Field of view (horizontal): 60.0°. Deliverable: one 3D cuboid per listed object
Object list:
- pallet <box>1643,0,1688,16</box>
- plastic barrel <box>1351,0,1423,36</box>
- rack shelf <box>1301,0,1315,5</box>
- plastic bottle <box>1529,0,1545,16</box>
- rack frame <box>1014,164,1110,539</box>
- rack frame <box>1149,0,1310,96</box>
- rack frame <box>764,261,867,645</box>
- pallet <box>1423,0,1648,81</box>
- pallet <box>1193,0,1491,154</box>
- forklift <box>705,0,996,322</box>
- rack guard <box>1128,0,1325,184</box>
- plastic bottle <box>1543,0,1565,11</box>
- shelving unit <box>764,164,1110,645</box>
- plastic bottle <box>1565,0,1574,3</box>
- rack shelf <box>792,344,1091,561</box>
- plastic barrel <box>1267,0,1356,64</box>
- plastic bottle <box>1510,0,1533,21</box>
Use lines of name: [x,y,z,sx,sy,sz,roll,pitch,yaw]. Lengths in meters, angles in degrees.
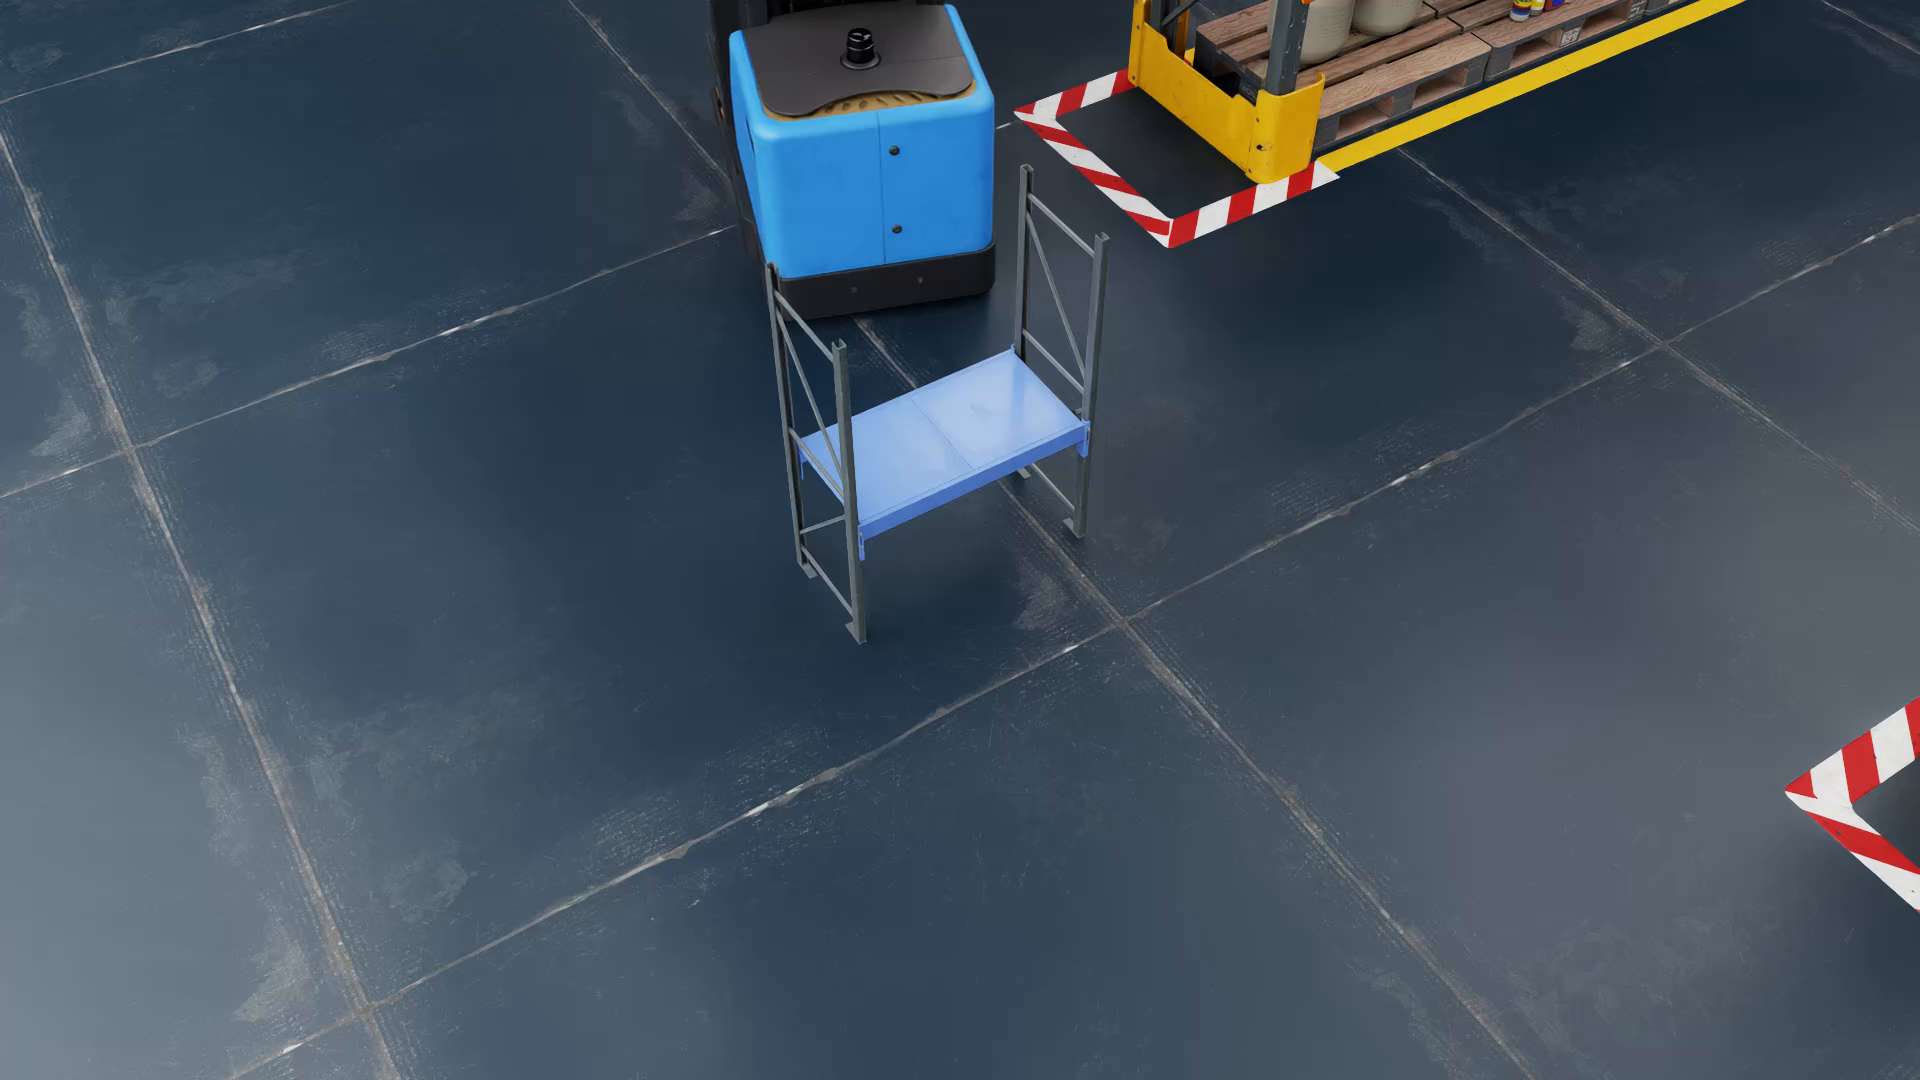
pallet: [4.083,-3.550,9.716,1.213,0.211,1.003,-25,53,-21]
plastic barrel: [2.230,-2.948,8.697,0.421,0.512,0.421,0,48,0]
rack shelf: [2.981,-3.683,8.448,4.000,0.370,1.077,-25,53,-21]
plastic bottle: [3.077,-2.908,8.856,0.097,0.201,0.097,0,48,0]
rack frame: [0.358,-0.667,6.285,0.032,1.500,0.500,-25,53,-21]
rack frame: [1.290,-3.125,7.470,0.127,3.000,1.000,-25,53,-21]
rack frame: [-0.502,-0.262,5.925,0.032,1.500,0.500,-25,53,-21]
pallet: [3.050,-3.061,9.280,1.213,0.211,1.003,-25,53,-21]
pallet: [2.019,-2.578,8.850,1.213,0.211,1.003,-25,53,-21]
forklift: [-0.673,-3.079,7.475,1.130,2.935,3.031,-10,49,-9]
rack guard: [1.329,-2.354,8.457,0.348,0.500,1.175,-25,53,-21]
plastic bottle: [3.191,-2.973,8.858,0.133,0.283,0.061,-24,53,-20]
shelving unit: [-0.072,-0.465,6.105,1.048,1.500,0.538,-25,53,-21]
plastic bottle: [3.279,-3.026,8.914,0.097,0.271,0.097,0,48,0]
rack shelf: [-0.072,-0.345,6.239,1.000,0.185,0.538,-25,53,-21]
plastic barrel: [1.806,-2.748,8.519,0.421,0.512,0.421,0,48,0]
plastic bottle: [2.990,-2.890,8.793,0.097,0.271,0.097,0,48,0]
